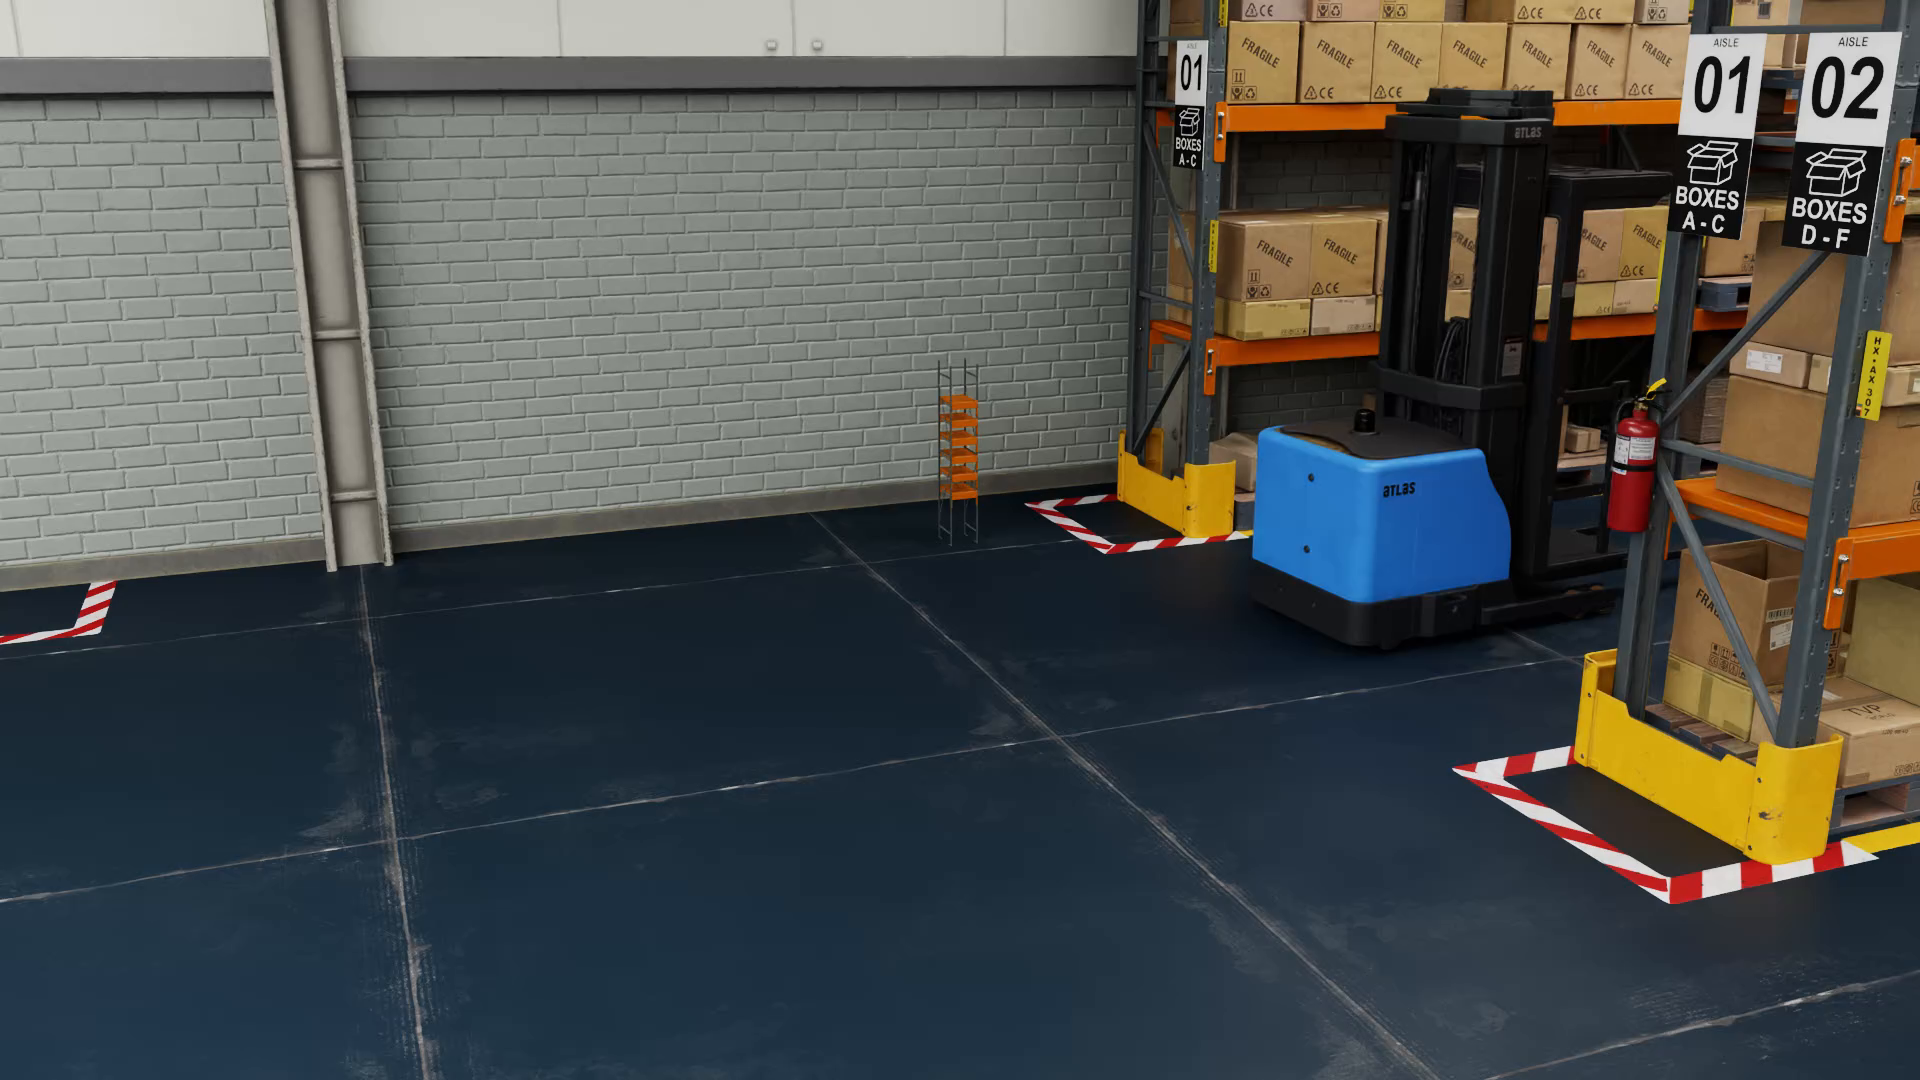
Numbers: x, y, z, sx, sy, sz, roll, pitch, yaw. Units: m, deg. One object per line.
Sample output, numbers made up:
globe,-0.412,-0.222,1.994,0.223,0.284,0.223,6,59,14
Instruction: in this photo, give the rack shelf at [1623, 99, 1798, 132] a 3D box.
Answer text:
rack shelf,7.028,-3.307,12.987,4.000,0.370,1.077,-6,17,-20

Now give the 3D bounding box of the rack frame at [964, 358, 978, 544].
rack frame,0.072,-0.583,10.956,0.006,1.200,0.240,-6,17,-20

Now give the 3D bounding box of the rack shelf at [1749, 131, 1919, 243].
rack shelf,5.069,-1.600,7.177,4.000,0.370,1.077,-6,17,-20

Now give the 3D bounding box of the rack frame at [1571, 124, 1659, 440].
rack frame,5.160,-2.011,12.622,0.127,3.000,1.000,-6,17,-20

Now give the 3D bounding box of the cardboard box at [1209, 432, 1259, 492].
cardboard box,2.103,-0.575,11.723,0.500,0.311,0.500,-8,18,-26

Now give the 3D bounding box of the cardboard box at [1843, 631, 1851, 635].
cardboard box,4.525,0.577,7.945,0.500,0.250,0.500,-6,17,-20

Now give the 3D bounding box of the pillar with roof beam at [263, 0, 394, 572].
pillar with roof beam,-2.293,-3.047,5.502,0.400,9.000,9.100,-6,17,-20

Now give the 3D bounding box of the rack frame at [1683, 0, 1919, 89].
rack frame,3.201,-3.183,5.966,0.127,3.000,1.000,-6,17,-20

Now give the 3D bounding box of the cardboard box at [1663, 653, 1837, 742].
cardboard box,3.596,0.681,7.589,0.500,0.250,0.500,-6,17,-20

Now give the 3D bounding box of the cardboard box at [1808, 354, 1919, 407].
cardboard box,3.645,-0.647,6.648,0.250,0.149,0.380,-6,18,-20

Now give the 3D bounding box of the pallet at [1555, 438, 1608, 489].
pallet,4.546,-0.596,12.753,1.213,0.211,1.003,-6,17,-20

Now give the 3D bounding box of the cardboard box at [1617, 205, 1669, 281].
cardboard box,4.829,-2.179,12.095,0.500,0.500,0.500,-6,17,-20

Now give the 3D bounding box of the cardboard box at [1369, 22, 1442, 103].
cardboard box,2.825,-3.170,11.034,0.500,0.500,0.500,-5,17,-18

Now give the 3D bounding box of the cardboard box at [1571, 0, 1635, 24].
cardboard box,4.279,-3.807,11.428,0.500,0.500,0.500,-5,17,-17

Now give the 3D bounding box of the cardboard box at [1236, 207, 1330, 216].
cardboard box,2.263,-2.057,11.678,0.500,0.500,0.500,-6,17,-19

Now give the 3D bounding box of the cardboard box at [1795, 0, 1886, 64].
cardboard box,3.739,-2.119,6.489,0.637,0.503,0.797,-5,17,-16

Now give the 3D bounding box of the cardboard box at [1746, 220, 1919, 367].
cardboard box,3.691,-1.024,6.782,0.500,0.500,0.700,-6,17,-20

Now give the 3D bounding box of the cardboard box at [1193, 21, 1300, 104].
cardboard box,1.827,-3.072,10.700,0.500,0.500,0.500,-6,17,-19

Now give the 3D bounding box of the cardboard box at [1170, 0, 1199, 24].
cardboard box,1.734,-3.696,11.051,0.500,0.500,0.500,-5,17,-18

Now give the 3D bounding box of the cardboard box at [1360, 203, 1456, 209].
cardboard box,3.214,-2.161,12.032,0.500,0.500,0.500,-6,17,-19

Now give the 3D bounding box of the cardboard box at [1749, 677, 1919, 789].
cardboard box,3.782,0.818,7.125,0.500,0.250,0.500,-6,17,-20

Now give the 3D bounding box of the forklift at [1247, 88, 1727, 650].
forklift,3.234,-1.077,9.565,3.031,2.935,1.130,-8,18,-25

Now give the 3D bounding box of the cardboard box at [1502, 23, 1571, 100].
cardboard box,3.796,-3.278,11.401,0.500,0.500,0.500,-7,18,-22

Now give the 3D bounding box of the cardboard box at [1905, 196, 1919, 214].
cardboard box,7.305,-2.492,13.301,0.500,0.500,0.700,-6,17,-20

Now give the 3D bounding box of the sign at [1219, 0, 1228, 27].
sign,1.619,-3.323,10.217,0.005,0.325,0.100,-6,17,-20

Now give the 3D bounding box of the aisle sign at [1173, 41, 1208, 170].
aisle sign,1.465,-2.769,10.589,0.004,0.787,0.394,-6,17,-20

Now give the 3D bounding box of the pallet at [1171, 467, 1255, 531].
pallet,2.267,-0.350,11.915,1.213,0.211,1.003,-6,17,-20

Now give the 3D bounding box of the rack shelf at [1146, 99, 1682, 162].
rack shelf,3.293,-2.903,11.614,4.000,0.370,1.077,-6,17,-20

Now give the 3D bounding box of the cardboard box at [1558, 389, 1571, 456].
cardboard box,4.205,-0.907,12.520,0.500,0.500,0.500,-8,18,-24

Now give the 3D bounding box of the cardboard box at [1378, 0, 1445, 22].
cardboard box,2.833,-3.651,10.896,0.500,0.500,0.500,-6,17,-19

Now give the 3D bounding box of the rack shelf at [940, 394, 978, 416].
rack shelf,-0.014,-0.877,10.835,0.180,0.103,0.258,-6,17,-20

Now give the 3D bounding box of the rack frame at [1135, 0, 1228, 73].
rack frame,1.425,-4.486,10.403,0.127,3.000,1.000,-6,17,-20

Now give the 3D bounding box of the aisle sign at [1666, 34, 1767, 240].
aisle sign,3.035,-1.623,6.686,0.004,0.787,0.394,-6,17,-20

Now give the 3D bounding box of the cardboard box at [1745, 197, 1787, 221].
cardboard box,6.172,-2.367,12.876,0.500,0.500,0.700,-4,17,-14

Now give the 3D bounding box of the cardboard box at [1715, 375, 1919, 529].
cardboard box,3.642,-0.396,6.946,0.500,0.500,0.700,-6,17,-20

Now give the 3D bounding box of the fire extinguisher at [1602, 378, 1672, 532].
fire extinguisher,2.925,-0.378,7.198,0.183,0.674,0.296,-6,17,-20

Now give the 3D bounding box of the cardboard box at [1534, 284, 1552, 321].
cardboard box,3.894,-1.718,11.856,0.500,0.250,0.500,-6,17,-20

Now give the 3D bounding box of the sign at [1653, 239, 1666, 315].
sign,3.020,-1.118,7.106,0.005,0.325,0.100,-6,17,-20

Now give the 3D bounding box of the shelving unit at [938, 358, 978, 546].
shelving unit,-0.014,-0.574,10.924,0.189,1.200,0.258,-6,17,-20

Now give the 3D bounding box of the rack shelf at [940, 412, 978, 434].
rack shelf,-0.014,-0.762,10.869,0.180,0.103,0.258,-6,17,-20

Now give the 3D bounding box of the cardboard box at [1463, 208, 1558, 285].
cardboard box,3.891,-2.079,11.756,0.500,0.500,0.500,-7,18,-22

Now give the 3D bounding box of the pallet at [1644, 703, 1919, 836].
pallet,3.900,0.945,7.505,1.213,0.211,1.003,-6,17,-20

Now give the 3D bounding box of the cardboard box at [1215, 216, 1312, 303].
cardboard box,1.978,-1.874,11.056,0.500,0.500,0.500,-6,17,-20

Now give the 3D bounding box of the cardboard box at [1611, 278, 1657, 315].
cardboard box,4.826,-1.821,12.206,0.500,0.250,0.500,-6,17,-20

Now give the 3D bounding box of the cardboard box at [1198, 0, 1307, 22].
cardboard box,1.872,-3.559,10.583,0.500,0.500,0.500,-8,18,-24

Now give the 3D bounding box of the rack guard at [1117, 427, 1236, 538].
rack guard,1.496,-0.416,11.627,0.348,0.500,1.175,-6,17,-20

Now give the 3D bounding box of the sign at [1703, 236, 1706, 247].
sign,5.362,-2.284,12.017,0.005,0.325,0.100,-6,17,-20

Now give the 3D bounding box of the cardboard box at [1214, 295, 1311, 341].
cardboard box,1.994,-1.511,11.150,0.500,0.250,0.500,-7,18,-22

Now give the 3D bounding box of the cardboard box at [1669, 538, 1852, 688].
cardboard box,3.595,0.321,7.485,0.500,0.500,0.500,-6,17,-20

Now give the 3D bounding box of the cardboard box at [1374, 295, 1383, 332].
cardboard box,2.952,-1.617,11.511,0.500,0.250,0.500,-6,18,-21

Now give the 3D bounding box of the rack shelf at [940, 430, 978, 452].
rack shelf,-0.014,-0.647,10.903,0.180,0.103,0.258,-6,17,-20

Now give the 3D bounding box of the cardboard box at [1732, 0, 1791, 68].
cardboard box,5.699,-3.734,12.242,0.500,0.500,0.500,-4,17,-12

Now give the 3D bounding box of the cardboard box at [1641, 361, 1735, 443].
cardboard box,5.842,-1.101,13.180,0.500,0.500,0.700,-6,17,-18

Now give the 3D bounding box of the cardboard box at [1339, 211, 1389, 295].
cardboard box,2.928,-1.972,11.389,0.500,0.500,0.500,-7,18,-22

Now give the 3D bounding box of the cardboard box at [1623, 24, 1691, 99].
cardboard box,4.775,-3.391,11.787,0.500,0.500,0.500,-6,17,-19
